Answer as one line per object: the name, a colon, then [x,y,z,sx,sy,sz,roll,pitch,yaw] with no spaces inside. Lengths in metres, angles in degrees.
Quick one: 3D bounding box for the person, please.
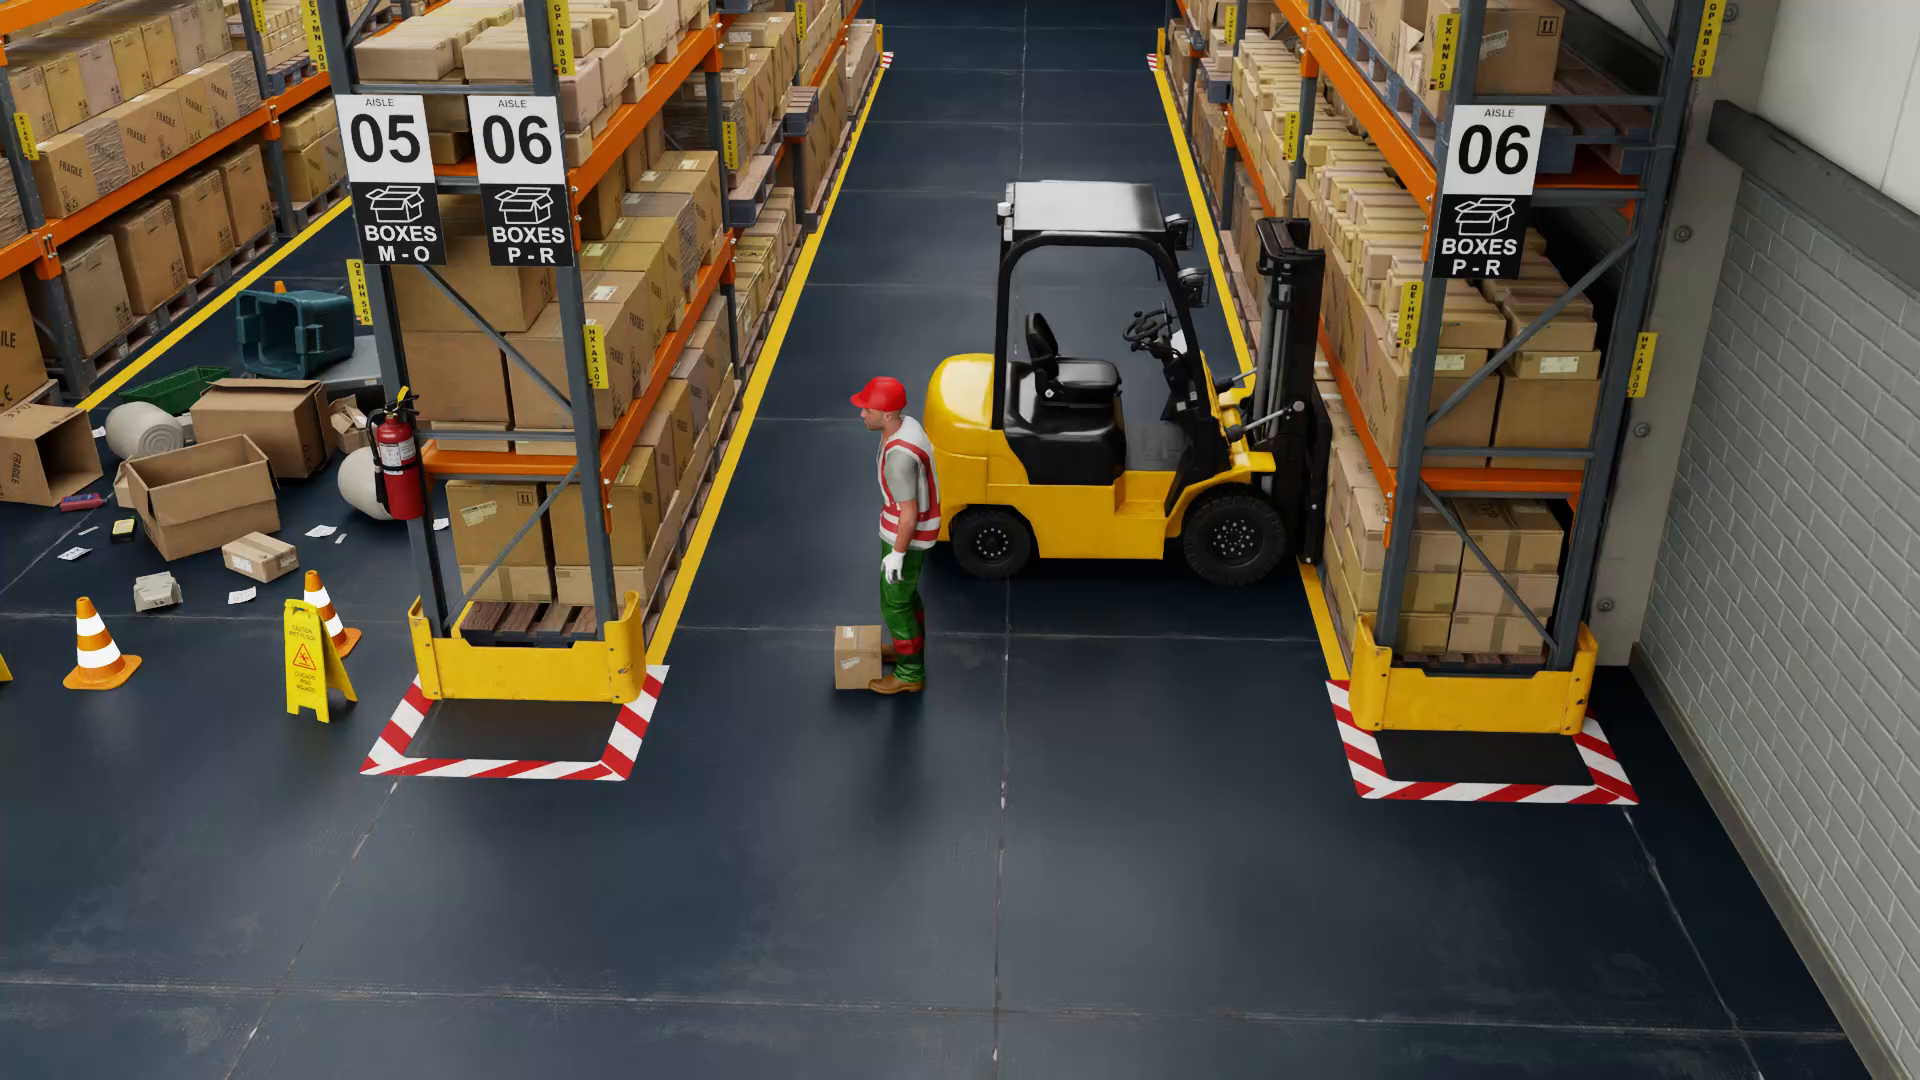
person: [-0.323,-0.029,8.658,0.448,1.780,0.620,-1,28,-1]
